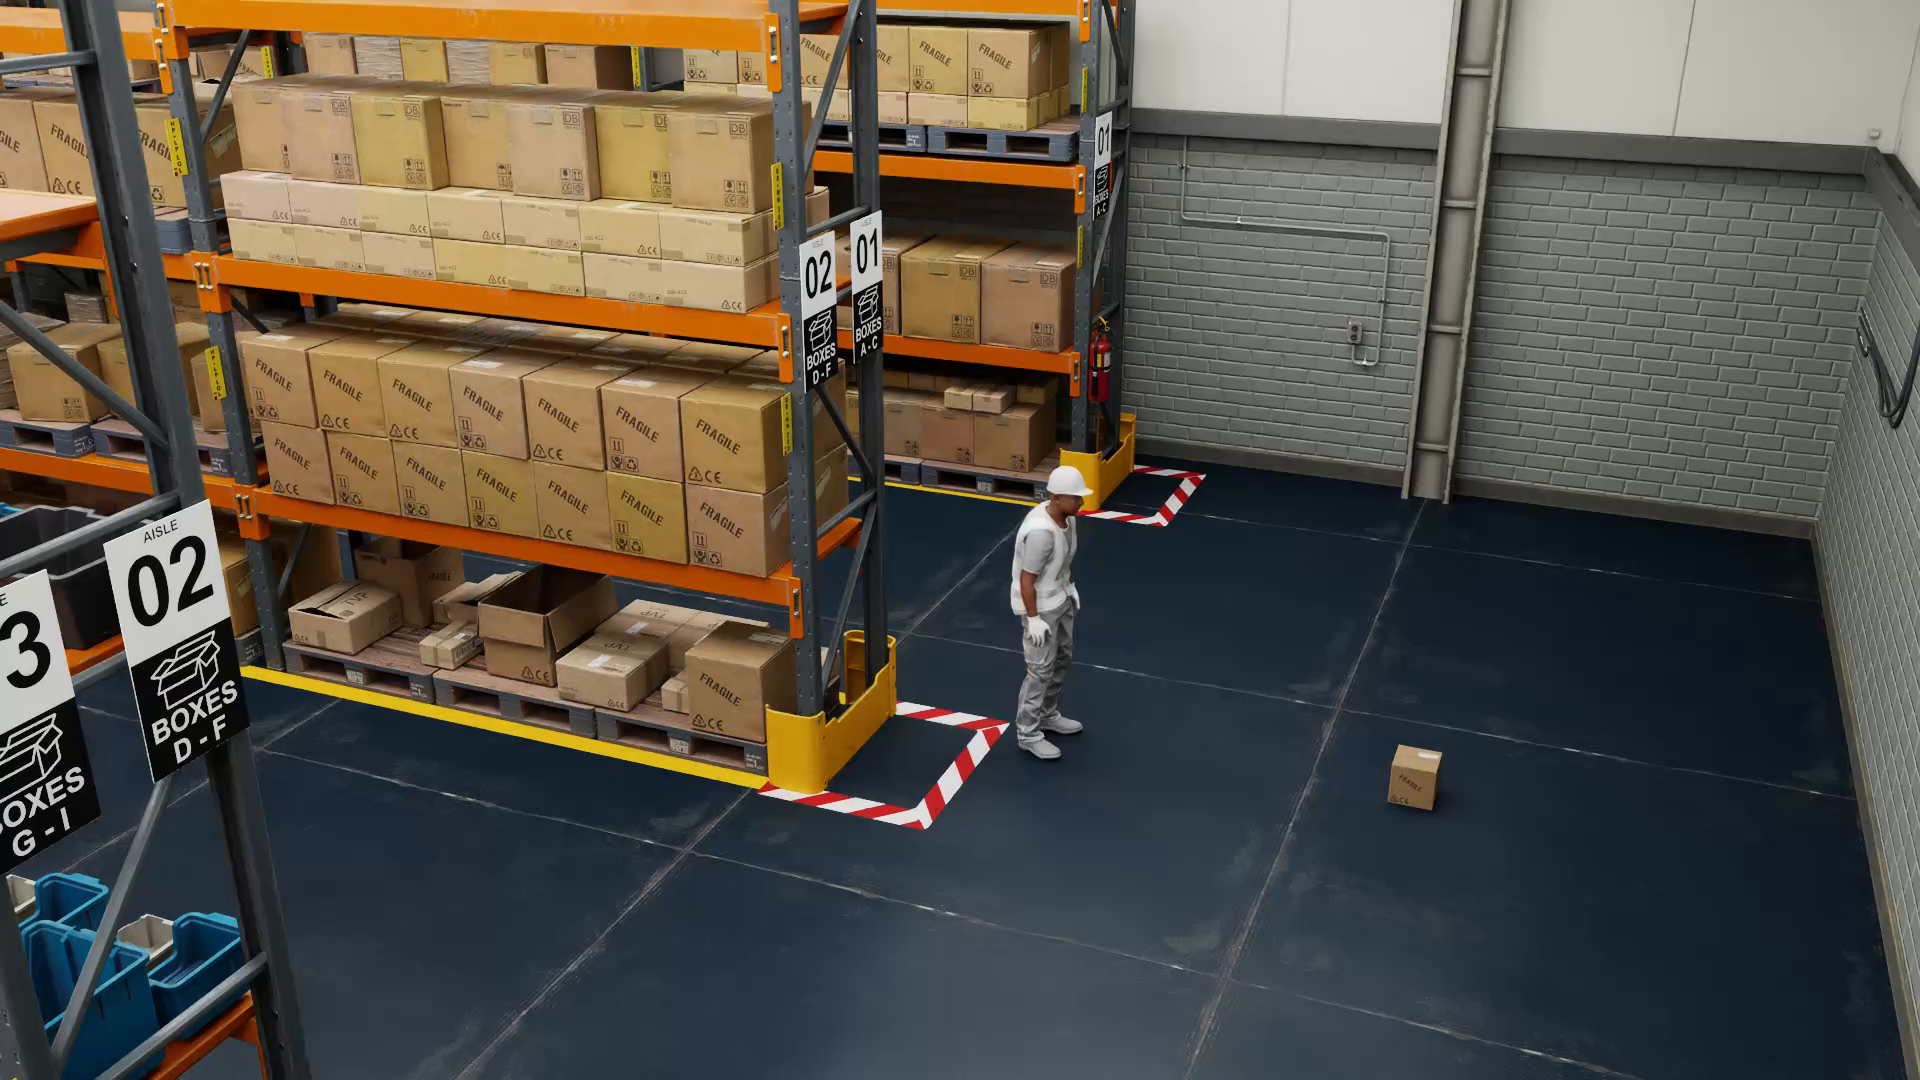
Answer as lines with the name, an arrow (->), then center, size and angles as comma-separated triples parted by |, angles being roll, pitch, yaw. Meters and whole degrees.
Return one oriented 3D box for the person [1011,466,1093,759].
person -> 0.547, 0.400, 9.939 | 0.453, 1.774, 0.620 | 10, 24, 24
